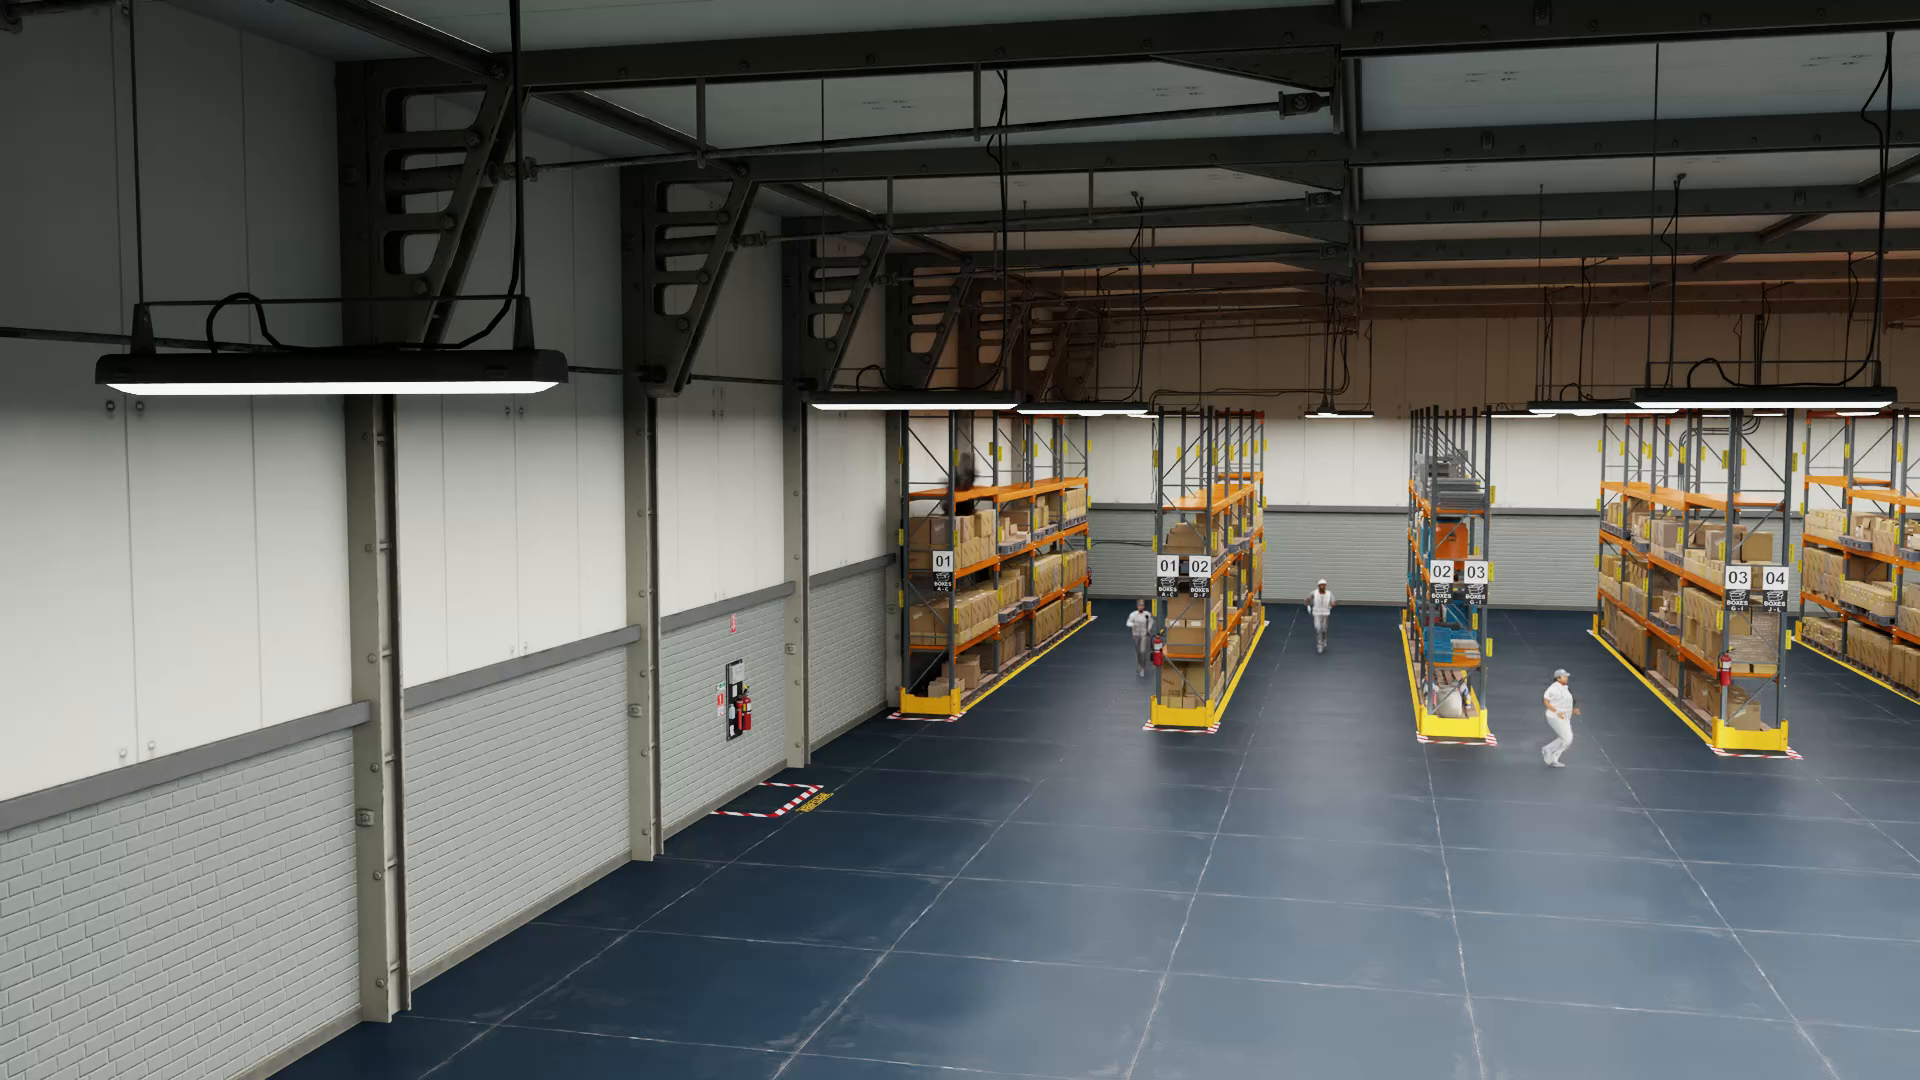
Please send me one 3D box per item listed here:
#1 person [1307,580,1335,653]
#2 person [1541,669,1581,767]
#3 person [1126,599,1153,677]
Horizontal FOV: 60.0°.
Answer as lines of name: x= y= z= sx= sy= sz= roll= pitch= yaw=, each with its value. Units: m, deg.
person: x=8.958 y=1.865 z=41.240 sx=0.687 sy=1.774 sz=1.002 roll=0 pitch=4 yaw=5
person: x=9.917 y=2.940 z=27.422 sx=0.533 sy=1.620 sz=0.580 roll=4 pitch=5 yaw=41
person: x=4.047 y=2.198 z=37.481 sx=0.579 sy=1.752 sz=0.779 roll=1 pitch=4 yaw=11
